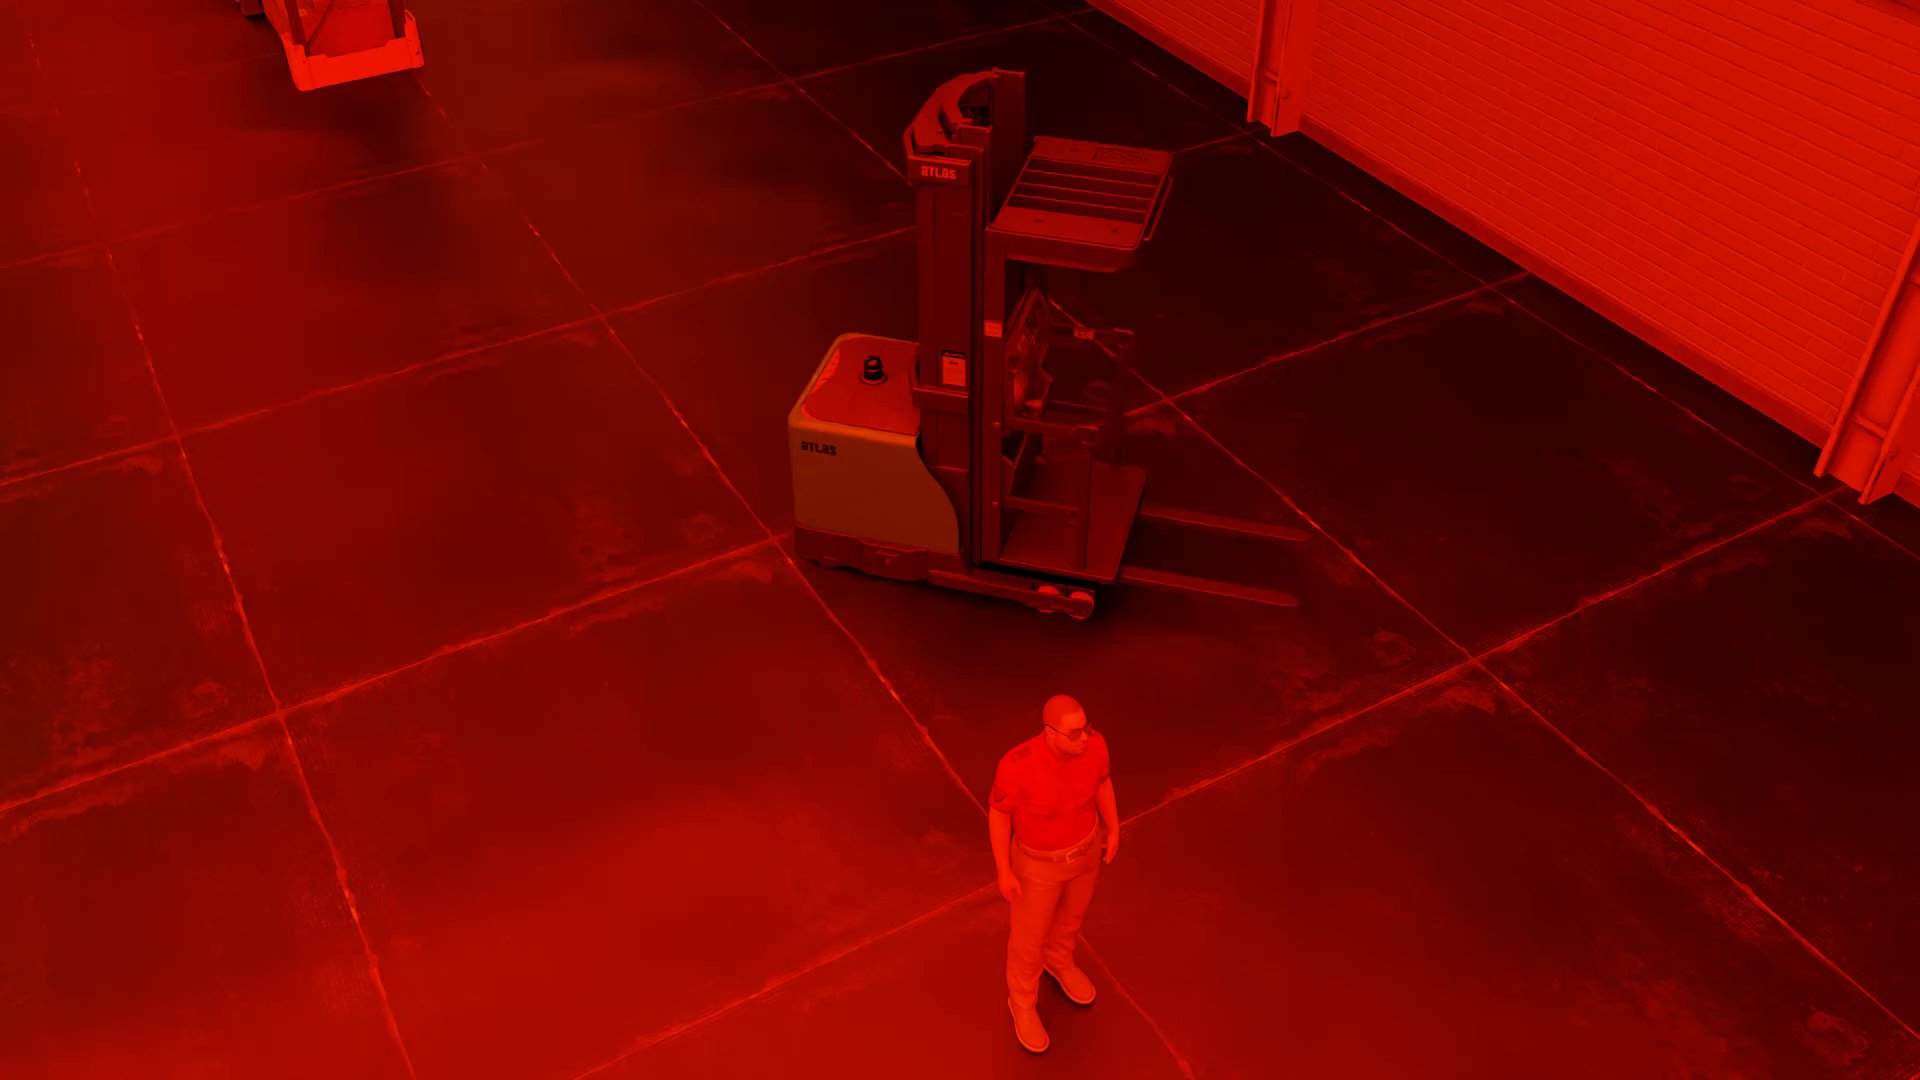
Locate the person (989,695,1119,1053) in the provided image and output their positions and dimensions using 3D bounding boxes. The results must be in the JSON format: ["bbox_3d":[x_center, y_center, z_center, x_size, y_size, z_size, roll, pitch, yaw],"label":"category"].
[{"bbox_3d":[0.462,1.424,7.250,0.640,1.727,0.551,-20,44,-23],"label":"person"}]

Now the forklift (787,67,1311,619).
[{"bbox_3d":[0.565,-1.041,9.291,3.031,2.935,1.130,10,41,12],"label":"forklift"}]
